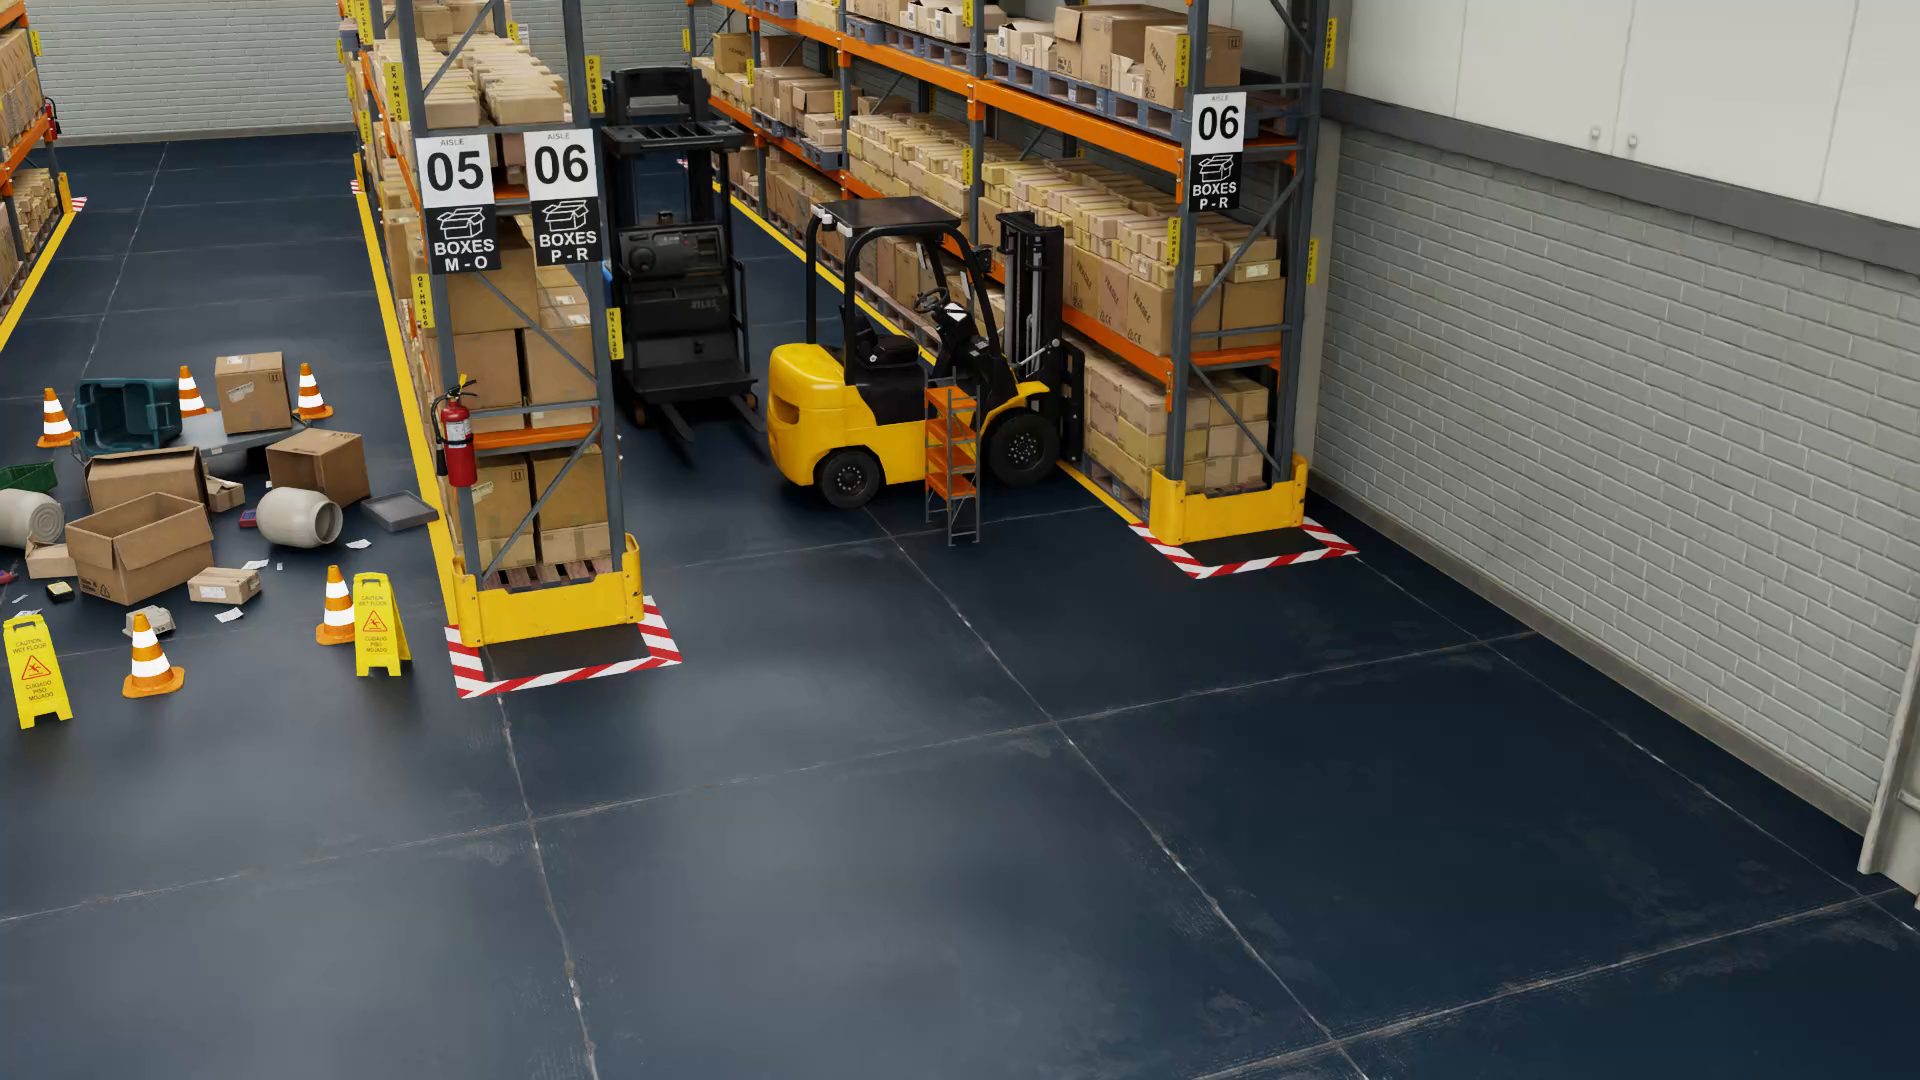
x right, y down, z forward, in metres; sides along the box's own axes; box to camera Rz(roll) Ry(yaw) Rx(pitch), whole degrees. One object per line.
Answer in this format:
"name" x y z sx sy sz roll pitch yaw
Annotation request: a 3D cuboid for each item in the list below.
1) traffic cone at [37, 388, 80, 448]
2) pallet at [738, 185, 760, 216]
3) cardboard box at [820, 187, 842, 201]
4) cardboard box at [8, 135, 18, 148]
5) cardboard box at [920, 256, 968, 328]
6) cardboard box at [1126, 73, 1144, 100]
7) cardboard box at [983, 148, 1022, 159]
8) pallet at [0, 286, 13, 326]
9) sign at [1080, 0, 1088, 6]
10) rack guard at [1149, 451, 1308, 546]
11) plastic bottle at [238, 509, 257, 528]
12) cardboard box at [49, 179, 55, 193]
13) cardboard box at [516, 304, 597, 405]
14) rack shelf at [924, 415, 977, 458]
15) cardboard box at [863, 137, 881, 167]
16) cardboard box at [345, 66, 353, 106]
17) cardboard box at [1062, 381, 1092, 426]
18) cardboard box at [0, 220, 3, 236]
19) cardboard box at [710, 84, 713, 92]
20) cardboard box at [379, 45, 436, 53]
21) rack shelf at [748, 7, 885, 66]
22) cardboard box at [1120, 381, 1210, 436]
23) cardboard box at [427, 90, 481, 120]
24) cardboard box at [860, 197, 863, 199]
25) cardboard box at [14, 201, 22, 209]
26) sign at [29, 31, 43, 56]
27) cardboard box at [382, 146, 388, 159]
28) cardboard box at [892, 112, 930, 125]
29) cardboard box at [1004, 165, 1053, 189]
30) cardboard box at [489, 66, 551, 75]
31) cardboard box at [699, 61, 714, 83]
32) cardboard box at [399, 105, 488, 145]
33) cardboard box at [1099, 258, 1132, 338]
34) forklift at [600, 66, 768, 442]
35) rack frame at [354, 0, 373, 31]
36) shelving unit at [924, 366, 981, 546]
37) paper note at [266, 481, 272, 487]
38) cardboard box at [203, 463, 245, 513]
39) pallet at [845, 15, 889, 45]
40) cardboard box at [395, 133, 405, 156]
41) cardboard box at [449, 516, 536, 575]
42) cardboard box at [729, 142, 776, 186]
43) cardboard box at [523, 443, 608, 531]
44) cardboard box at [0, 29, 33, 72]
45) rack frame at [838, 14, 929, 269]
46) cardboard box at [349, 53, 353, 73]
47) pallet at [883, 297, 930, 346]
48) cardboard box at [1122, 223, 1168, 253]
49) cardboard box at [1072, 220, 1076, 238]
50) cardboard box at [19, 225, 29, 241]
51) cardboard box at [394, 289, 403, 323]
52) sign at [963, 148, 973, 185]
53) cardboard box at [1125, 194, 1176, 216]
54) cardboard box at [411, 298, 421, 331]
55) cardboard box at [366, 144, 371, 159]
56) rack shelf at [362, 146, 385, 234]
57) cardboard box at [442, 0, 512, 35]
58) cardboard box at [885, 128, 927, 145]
"traffic cone" -7.722 -1.066 14.184 0.336 0.463 0.334 -8 24 -19
"pallet" -2.491 -4.811 23.392 1.003 0.211 1.213 -8 24 -19
"cardboard box" -1.476 -4.177 20.140 0.380 0.149 0.250 -8 24 -17
"cardboard box" -11.704 -4.853 20.226 0.380 0.149 0.250 -8 24 -18
"cardboard box" 0.115 -2.509 16.859 0.875 0.625 0.625 -9 24 -20
"cardboard box" 1.413 -3.251 11.894 0.380 0.149 0.250 -9 24 -21
"cardboard box" 0.410 -3.727 16.266 0.380 0.149 0.250 -9 24 -20
"pallet" -10.776 -2.436 17.758 1.003 0.211 1.213 -8 24 -19
"sign" 1.095 -4.673 14.845 0.100 0.325 0.005 -8 24 -19
"rack guard" 1.998 -0.325 12.378 1.175 0.500 0.348 -8 24 -19
"plastic bottle" -5.365 -0.176 12.590 0.133 0.061 0.283 -4 23 -10
"cardboard box" -12.447 -4.765 22.441 0.380 0.149 0.250 -9 24 -20
"cardboard box" -2.561 -1.197 10.715 0.500 0.500 0.500 -9 24 -20
"rack shelf" -0.059 -0.757 12.099 0.258 0.148 0.480 -8 24 -19
"cardboard box" -0.733 -4.177 17.848 0.500 0.250 0.500 -8 24 -17
"cardboard box" -8.404 -6.449 23.561 0.500 0.500 0.500 -9 24 -19
"cardboard box" 1.156 -1.145 13.460 0.500 0.250 0.500 -9 24 -20
"cardboard box" -10.818 -3.410 18.191 0.500 0.250 0.500 -7 24 -16
"cardboard box" -3.513 -6.749 24.725 0.380 0.149 0.250 -8 24 -17
"cardboard box" -4.056 -3.544 12.231 0.380 0.149 0.250 -9 25 -21
"rack shelf" -1.543 -6.170 20.091 1.077 0.370 4.000 -8 24 -19
"cardboard box" 1.535 -0.997 12.467 0.500 0.250 0.500 -8 24 -17
"cardboard box" -3.104 -2.619 10.036 0.380 0.149 0.250 -8 24 -18
"cardboard box" -1.065 -3.999 20.553 0.500 0.500 0.500 -7 24 -16
"cardboard box" -11.706 -4.040 20.338 0.380 0.149 0.250 -9 24 -20
"sign" -12.374 -6.649 22.266 0.100 0.325 0.005 -8 24 -19
"cardboard box" -4.983 -3.328 15.232 0.500 0.500 0.500 -9 25 -21
"cardboard box" -0.532 -4.647 18.450 0.380 0.149 0.250 -8 24 -17
"cardboard box" 0.605 -3.184 14.596 0.380 0.149 0.250 -8 24 -18
"cardboard box" -2.934 -3.068 11.101 0.380 0.149 0.250 -8 24 -18
"cardboard box" -3.576 -6.982 24.764 0.500 0.250 0.500 -8 24 -18
"cardboard box" -3.250 -2.587 10.475 0.500 0.250 0.500 -9 24 -20
"cardboard box" 1.395 -1.864 12.683 0.500 0.500 0.500 -8 24 -17
"forklift" -2.461 -2.545 14.514 1.130 2.935 3.031 -9 24 -20
"rack frame" -5.479 -6.475 16.025 1.000 3.000 0.127 -8 24 -19
"shelving unit" -0.059 -0.613 12.160 0.258 1.200 0.503 -8 24 -19
"paper note" -5.475 -0.462 13.307 0.148 0.019 0.142 -8 24 -19
"cardboard box" -5.786 -0.406 12.872 0.396 0.266 0.258 12 26 27
"pallet" -0.513 -5.453 17.708 1.213 0.211 1.003 -7 24 -17
"cardboard box" -3.625 -2.713 11.286 0.380 0.149 0.250 -9 24 -20
"cardboard box" -3.199 0.005 11.376 0.500 0.250 0.500 -8 24 -19
"cardboard box" -2.903 -5.413 23.908 0.700 0.500 0.500 -9 25 -21
"cardboard box" -2.688 -0.415 11.407 0.500 0.500 0.500 -9 25 -21
"cardboard box" -12.506 -6.413 21.804 0.500 0.500 0.500 -9 24 -20
"rack frame" -0.837 -4.393 18.810 1.000 3.000 0.127 -8 24 -19
"cardboard box" -7.317 -5.804 20.742 0.500 0.500 0.500 -9 24 -19
"pallet" -0.155 -2.361 17.579 1.003 0.211 1.213 -8 24 -19
"cardboard box" 1.432 -2.246 12.369 0.380 0.149 0.250 -8 24 -18
"cardboard box" 1.125 -2.484 13.318 0.380 0.149 0.250 -9 24 -19
"cardboard box" -11.316 -3.640 19.771 0.380 0.149 0.250 -7 24 -17
"cardboard box" -5.289 -2.486 17.129 0.950 0.372 0.625 -10 25 -23
"sign" 0.072 -3.358 14.967 0.100 0.325 0.005 -8 24 -19
"cardboard box" 1.551 -2.685 13.412 0.380 0.149 0.250 -8 24 -19
"cardboard box" -3.807 -1.878 12.333 0.500 0.500 0.500 -9 24 -19
"cardboard box" -6.272 -4.382 18.333 0.500 0.250 0.500 -9 24 -20
"rack shelf" -6.186 -4.105 19.054 1.077 0.370 4.000 -8 24 -19
"cardboard box" -4.083 -4.441 14.071 0.500 0.250 0.500 -9 24 -20
"cardboard box" -0.568 -4.214 17.423 0.380 0.149 0.250 -8 24 -18
